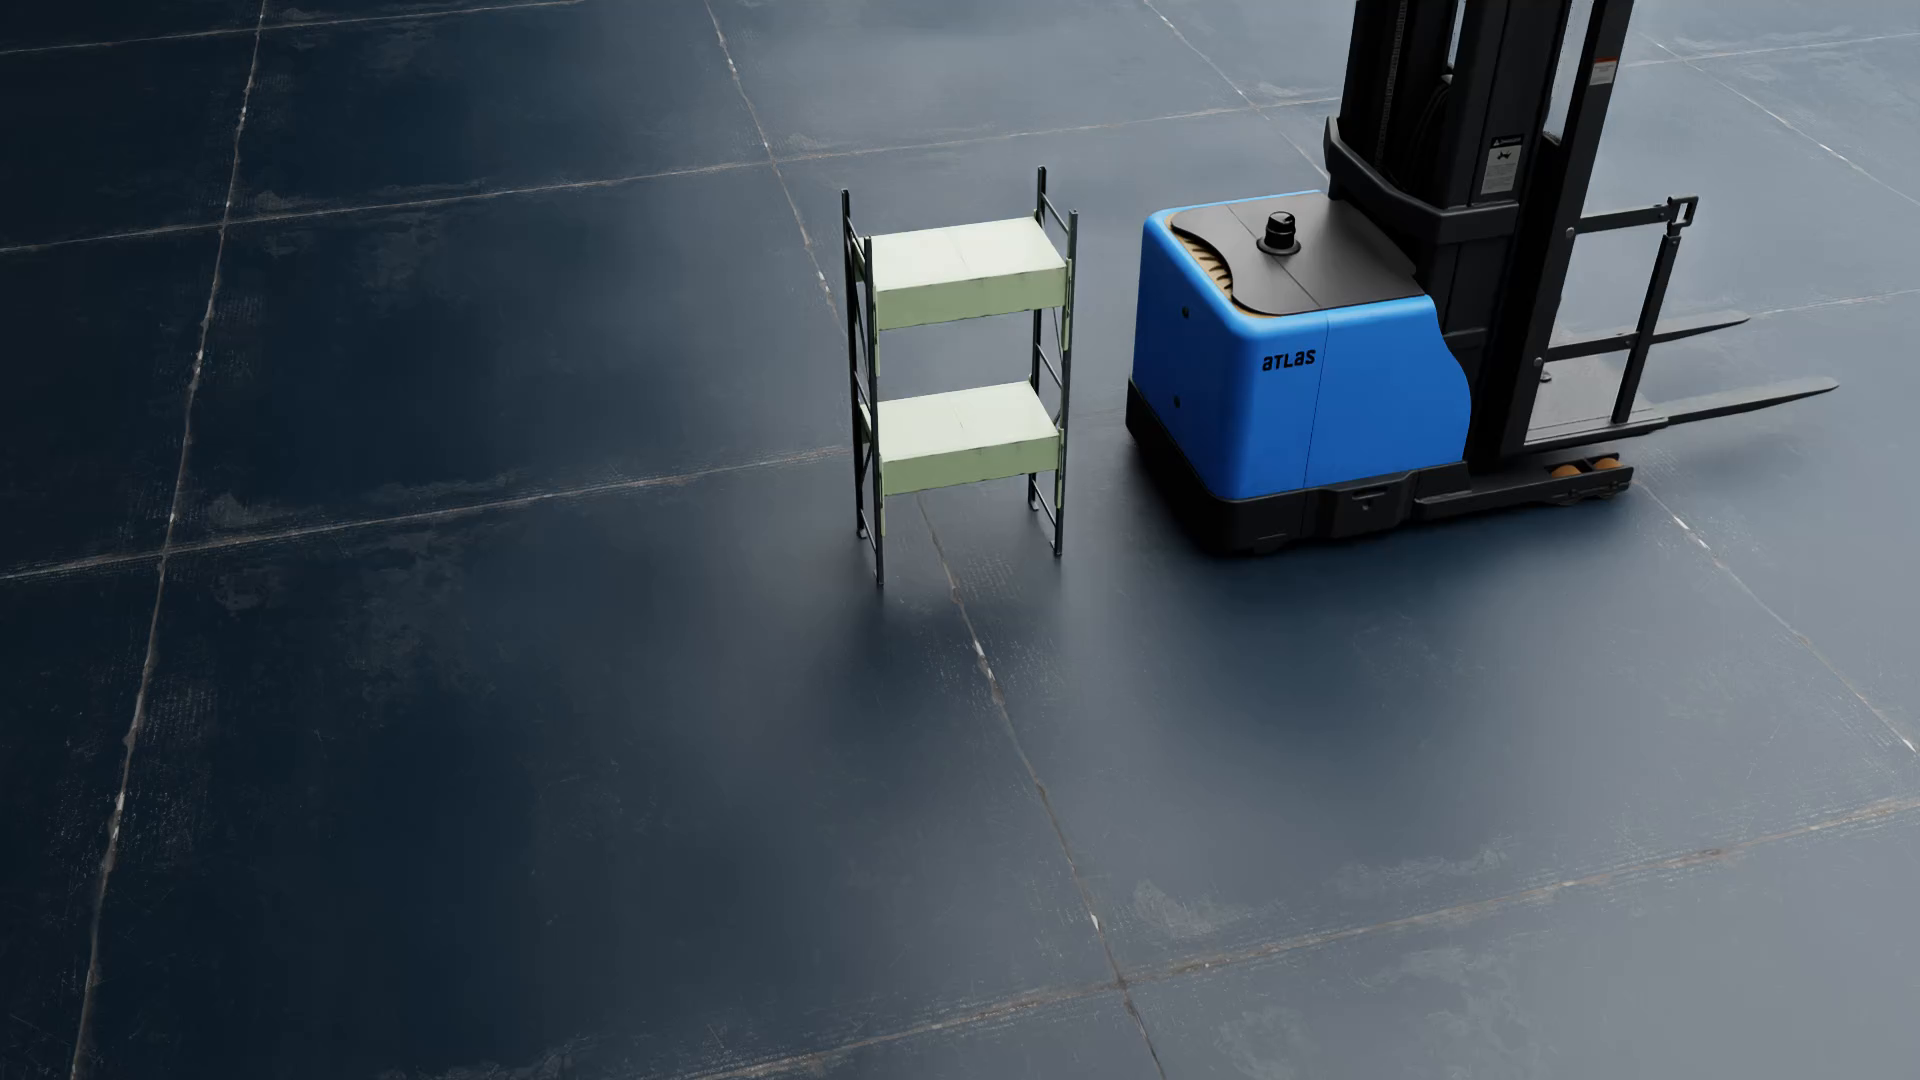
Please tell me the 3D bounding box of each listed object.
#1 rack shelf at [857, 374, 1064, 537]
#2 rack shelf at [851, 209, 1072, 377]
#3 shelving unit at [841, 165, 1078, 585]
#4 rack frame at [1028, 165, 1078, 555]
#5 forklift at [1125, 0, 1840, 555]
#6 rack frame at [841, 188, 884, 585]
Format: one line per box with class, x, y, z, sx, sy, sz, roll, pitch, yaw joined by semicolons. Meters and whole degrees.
rack shelf;-0.006;-0.336;6.491;0.720;0.370;0.431;-9;38;-12
rack shelf;-0.006;-0.905;6.056;0.720;0.370;0.431;-9;38;-12
shelving unit;-0.006;-0.595;6.293;0.755;1.500;0.431;-9;38;-12
rack frame;0.347;-0.653;6.369;0.023;1.500;0.400;-9;38;-12
forklift;2.301;-1.607;6.438;3.031;2.935;1.130;-10;39;-13
rack frame;-0.360;-0.537;6.217;0.023;1.500;0.400;-9;38;-12
